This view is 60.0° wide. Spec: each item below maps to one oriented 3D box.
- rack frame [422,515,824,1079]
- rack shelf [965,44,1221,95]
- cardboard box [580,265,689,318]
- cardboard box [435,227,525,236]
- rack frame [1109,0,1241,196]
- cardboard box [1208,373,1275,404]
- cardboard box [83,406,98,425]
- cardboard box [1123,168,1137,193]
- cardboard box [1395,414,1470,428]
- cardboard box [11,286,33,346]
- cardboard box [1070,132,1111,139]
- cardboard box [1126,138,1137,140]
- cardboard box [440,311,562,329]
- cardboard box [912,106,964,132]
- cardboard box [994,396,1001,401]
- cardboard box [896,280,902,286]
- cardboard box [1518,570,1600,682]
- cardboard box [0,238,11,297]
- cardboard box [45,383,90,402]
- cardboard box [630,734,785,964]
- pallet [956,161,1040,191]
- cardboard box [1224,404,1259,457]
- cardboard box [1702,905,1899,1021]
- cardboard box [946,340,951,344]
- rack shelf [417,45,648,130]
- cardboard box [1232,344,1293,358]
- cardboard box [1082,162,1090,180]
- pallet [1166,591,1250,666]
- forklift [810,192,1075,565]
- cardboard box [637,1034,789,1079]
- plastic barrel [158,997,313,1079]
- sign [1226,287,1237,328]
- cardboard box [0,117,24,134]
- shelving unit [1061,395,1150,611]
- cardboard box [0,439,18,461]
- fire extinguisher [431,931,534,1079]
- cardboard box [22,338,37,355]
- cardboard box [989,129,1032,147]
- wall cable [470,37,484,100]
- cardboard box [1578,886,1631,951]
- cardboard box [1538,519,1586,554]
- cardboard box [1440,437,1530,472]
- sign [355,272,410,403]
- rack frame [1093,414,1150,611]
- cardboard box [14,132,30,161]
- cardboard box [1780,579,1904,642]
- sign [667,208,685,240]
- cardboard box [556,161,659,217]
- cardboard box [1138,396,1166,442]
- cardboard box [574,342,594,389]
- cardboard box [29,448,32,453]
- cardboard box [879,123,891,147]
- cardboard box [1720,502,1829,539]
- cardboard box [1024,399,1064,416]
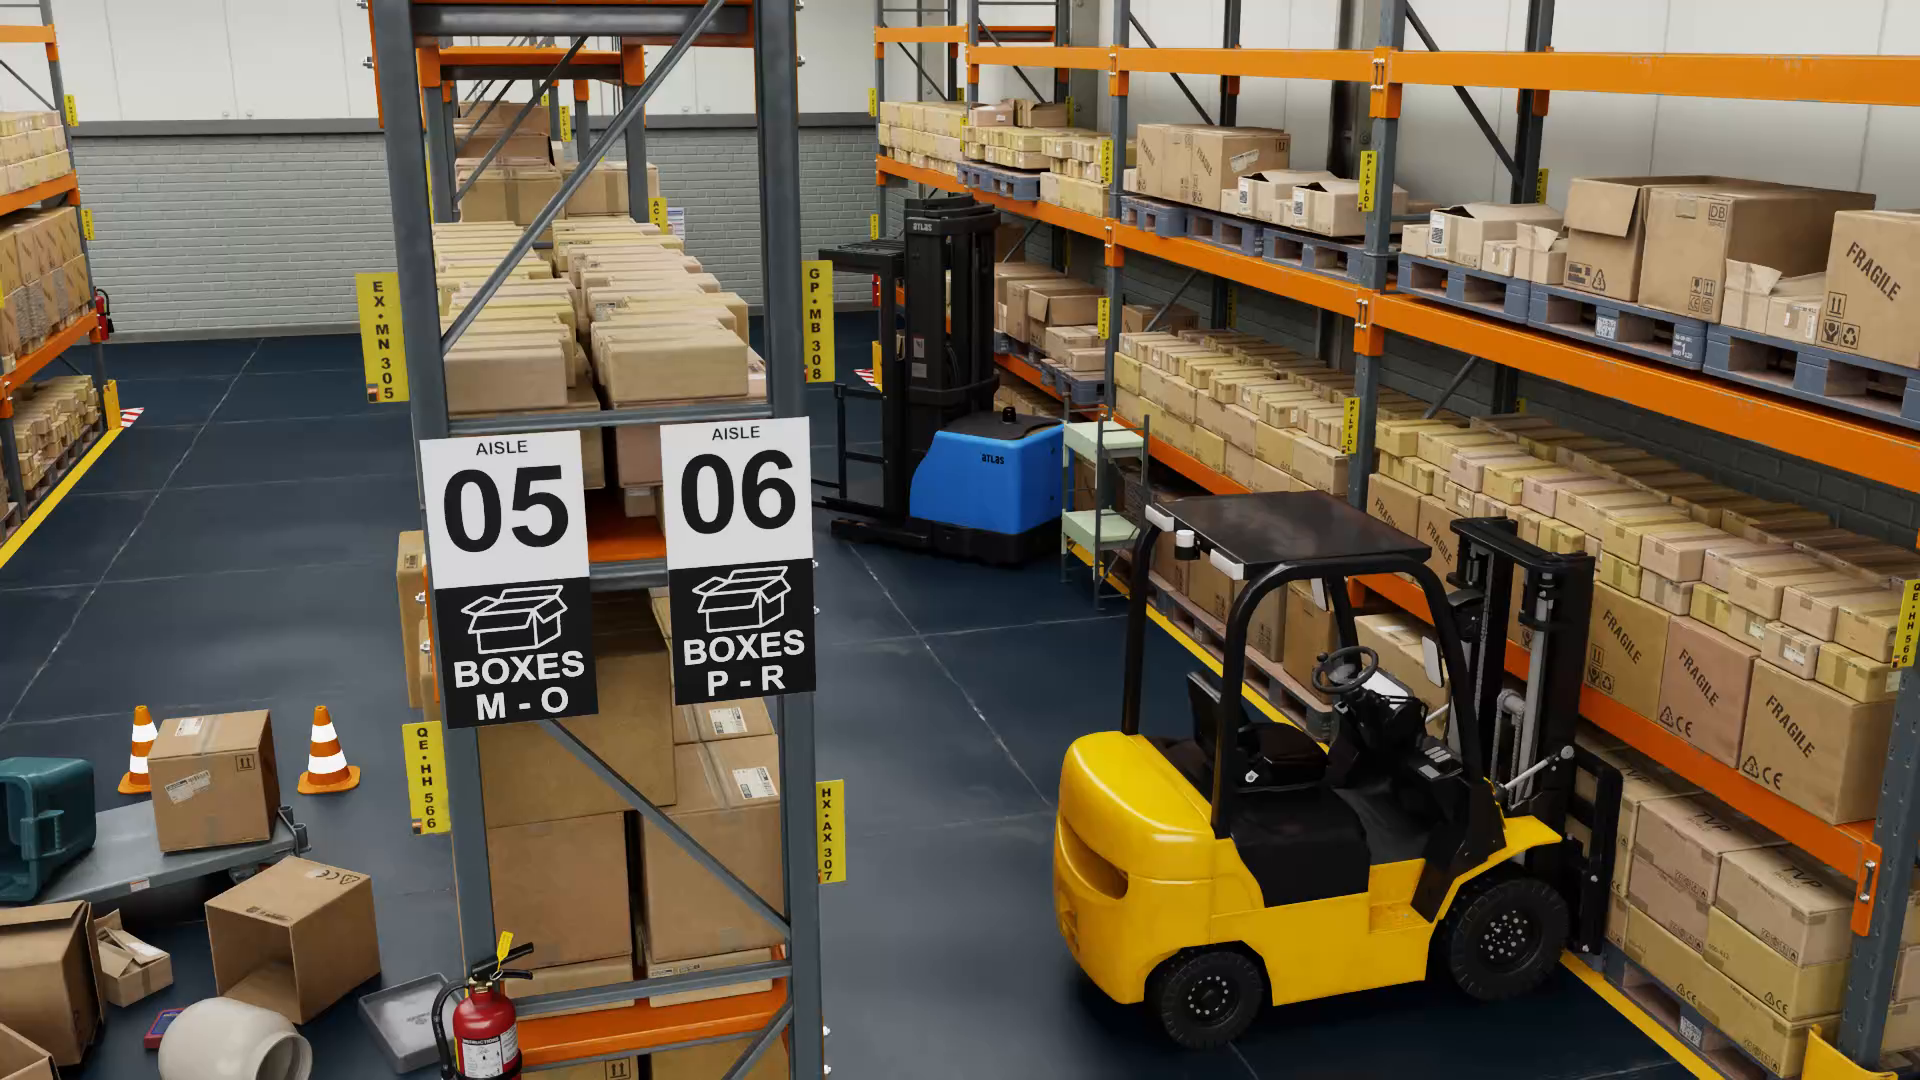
[{"bbox_3d":[-0.909,1.315,4.859,1.000,3.000,0.127,-5,17,-15],"label":"rack frame"},{"bbox_3d":[1.114,-4.181,14.675,1.077,0.370,4.000,-5,17,-15],"label":"rack shelf"},{"bbox_3d":[-1.199,-0.921,6.139,0.380,0.149,0.250,-4,17,-14],"label":"cardboard box"},{"bbox_3d":[-2.136,-1.307,7.424,0.380,0.149,0.250,-4,17,-14],"label":"cardboard box"},{"bbox_3d":[1.664,-4.164,12.672,1.000,3.000,0.127,-5,17,-15],"label":"rack frame"},{"bbox_3d":[1.929,-1.038,11.393,0.380,0.149,0.250,-5,17,-17],"label":"cardboard box"},{"bbox_3d":[-9.525,-1.334,17.906,0.380,0.149,0.250,-4,17,-14],"label":"cardboard box"},{"bbox_3d":[1.468,-2.744,12.662,0.380,0.166,0.250,-5,17,-15],"label":"cardboard box"},{"bbox_3d":[2.873,-0.657,10.124,0.380,0.149,0.250,-5,17,-17],"label":"cardboard box"},{"bbox_3d":[-8.975,-2.068,15.432,0.500,0.500,0.500,-5,17,-15],"label":"cardboard box"},{"bbox_3d":[1.208,-3.607,15.048,0.380,0.149,0.250,-4,17,-14],"label":"cardboard box"},{"bbox_3d":[1.539,-3.394,14.374,0.380,0.149,0.250,-5,17,-15],"label":"cardboard box"},{"bbox_3d":[-1.408,-0.596,5.060,0.380,0.149,0.250,-5,17,-16],"label":"cardboard box"},{"bbox_3d":[-0.231,-4.688,18.504,0.500,0.250,0.500,-4,17,-14],"label":"cardboard box"},{"bbox_3d":[0.481,-1.250,17.013,0.500,0.500,0.500,-4,17,-13],"label":"cardboard box"},{"bbox_3d":[-0.594,-3.204,20.341,0.380,0.149,0.250,-4,17,-14],"label":"cardboard box"},{"bbox_3d":[3.051,0.335,7.950,0.500,0.500,0.500,-5,17,-15],"label":"cardboard box"},{"bbox_3d":[-8.828,-2.398,14.792,0.500,0.500,0.500,-4,17,-14],"label":"cardboard box"},{"bbox_3d":[-9.441,-1.550,17.588,0.380,0.149,0.250,-5,17,-16],"label":"cardboard box"},{"bbox_3d":[-0.772,0.972,5.311,0.500,0.500,0.500,-5,17,-16],"label":"cardboard box"},{"bbox_3d":[0.676,-3.558,16.195,1.213,0.211,1.003,-5,17,-15],"label":"pallet"},{"bbox_3d":[2.099,-0.751,11.131,0.500,0.250,0.500,-4,17,-14],"label":"cardboard box"},{"bbox_3d":[3.428,1.688,6.798,0.500,0.250,0.500,-5,17,-16],"label":"cardboard box"},{"bbox_3d":[-0.260,-2.092,19.816,0.700,0.500,0.500,-4,17,-13],"label":"cardboard box"},{"bbox_3d":[-2.558,-2.681,9.682,1.077,0.370,4.000,-5,17,-15],"label":"rack shelf"},{"bbox_3d":[2.274,-1.373,12.508,0.380,0.149,0.250,-5,17,-16],"label":"cardboard box"},{"bbox_3d":[1.235,-3.074,13.824,0.380,0.149,0.250,-4,17,-14],"label":"cardboard box"},{"bbox_3d":[2.184,0.612,12.047,1.003,0.211,1.213,-5,17,-15],"label":"pallet"},{"bbox_3d":[-0.521,-1.503,14.360,3.031,2.935,1.130,11,20,32],"label":"forklift"},{"bbox_3d":[-0.872,1.821,5.923,0.500,0.500,0.500,-5,18,-17],"label":"cardboard box"},{"bbox_3d":[-2.932,2.098,6.733,0.512,0.421,0.421,7,18,23],"label":"plastic barrel"},{"bbox_3d":[2.197,-1.890,13.518,0.100,0.325,0.005,-5,17,-15],"label":"sign"},{"bbox_3d":[-9.262,-3.990,16.006,0.380,0.149,0.250,-5,17,-17],"label":"cardboard box"},{"bbox_3d":[1.107,-0.297,12.835,0.431,1.500,0.755,-5,17,-16],"label":"shelving unit"},{"bbox_3d":[-8.834,-0.817,15.149,0.380,0.149,0.250,-4,17,-13],"label":"cardboard box"},{"bbox_3d":[-1.321,1.421,4.643,0.296,0.674,0.183,-5,17,-15],"label":"fire extinguisher"},{"bbox_3d":[-9.043,-1.854,15.848,0.380,0.149,0.250,-4,17,-14],"label":"cardboard box"},{"bbox_3d":[0.492,-3.777,15.614,0.380,0.149,0.250,-5,17,-16],"label":"cardboard box"},{"bbox_3d":[-7.140,-7.535,23.893,0.463,3.000,0.029,-5,17,-15],"label":"wall cable"},{"bbox_3d":[3.173,1.655,7.777,0.500,0.250,0.500,-5,17,-15],"label":"cardboard box"},{"bbox_3d":[3.004,-0.005,7.952,0.380,0.149,0.250,-5,17,-16],"label":"cardboard box"},{"bbox_3d":[2.803,-0.439,8.881,0.380,0.149,0.250,-5,17,-16],"label":"cardboard box"},{"bbox_3d":[-1.448,-0.507,4.172,0.100,0.325,0.005,-5,17,-15],"label":"sign"},{"bbox_3d":[1.211,-0.196,12.499,0.400,1.500,0.023,-5,17,-16],"label":"rack frame"},{"bbox_3d":[-9.259,-3.764,15.947,0.500,0.250,0.500,-5,18,-18],"label":"cardboard box"},{"bbox_3d":[3.464,0.273,6.511,0.380,0.149,0.250,-5,17,-15],"label":"cardboard box"},{"bbox_3d":[-4.400,-4.845,25.532,0.329,0.494,0.001,-5,17,-15],"label":"sign"},{"bbox_3d":[-1.930,-1.927,9.100,0.500,0.250,0.500,-5,17,-16],"label":"cardboard box"},{"bbox_3d":[1.684,-0.937,12.620,0.500,0.250,0.500,-5,17,-16],"label":"cardboard box"},{"bbox_3d":[-1.433,-0.452,5.274,0.500,0.250,0.500,-5,17,-16],"label":"cardboard box"},{"bbox_3d":[-8.988,-0.816,15.662,0.380,0.149,0.250,-5,17,-16],"label":"cardboard box"},{"bbox_3d":[-0.675,-4.867,19.969,0.500,0.250,0.500,-5,17,-16],"label":"cardboard box"},{"bbox_3d":[3.722,-0.057,7.608,0.380,0.149,0.250,-5,17,-17],"label":"cardboard box"},{"bbox_3d":[0.827,-1.235,15.838,0.380,0.149,0.250,-4,17,-13],"label":"cardboard box"}]
